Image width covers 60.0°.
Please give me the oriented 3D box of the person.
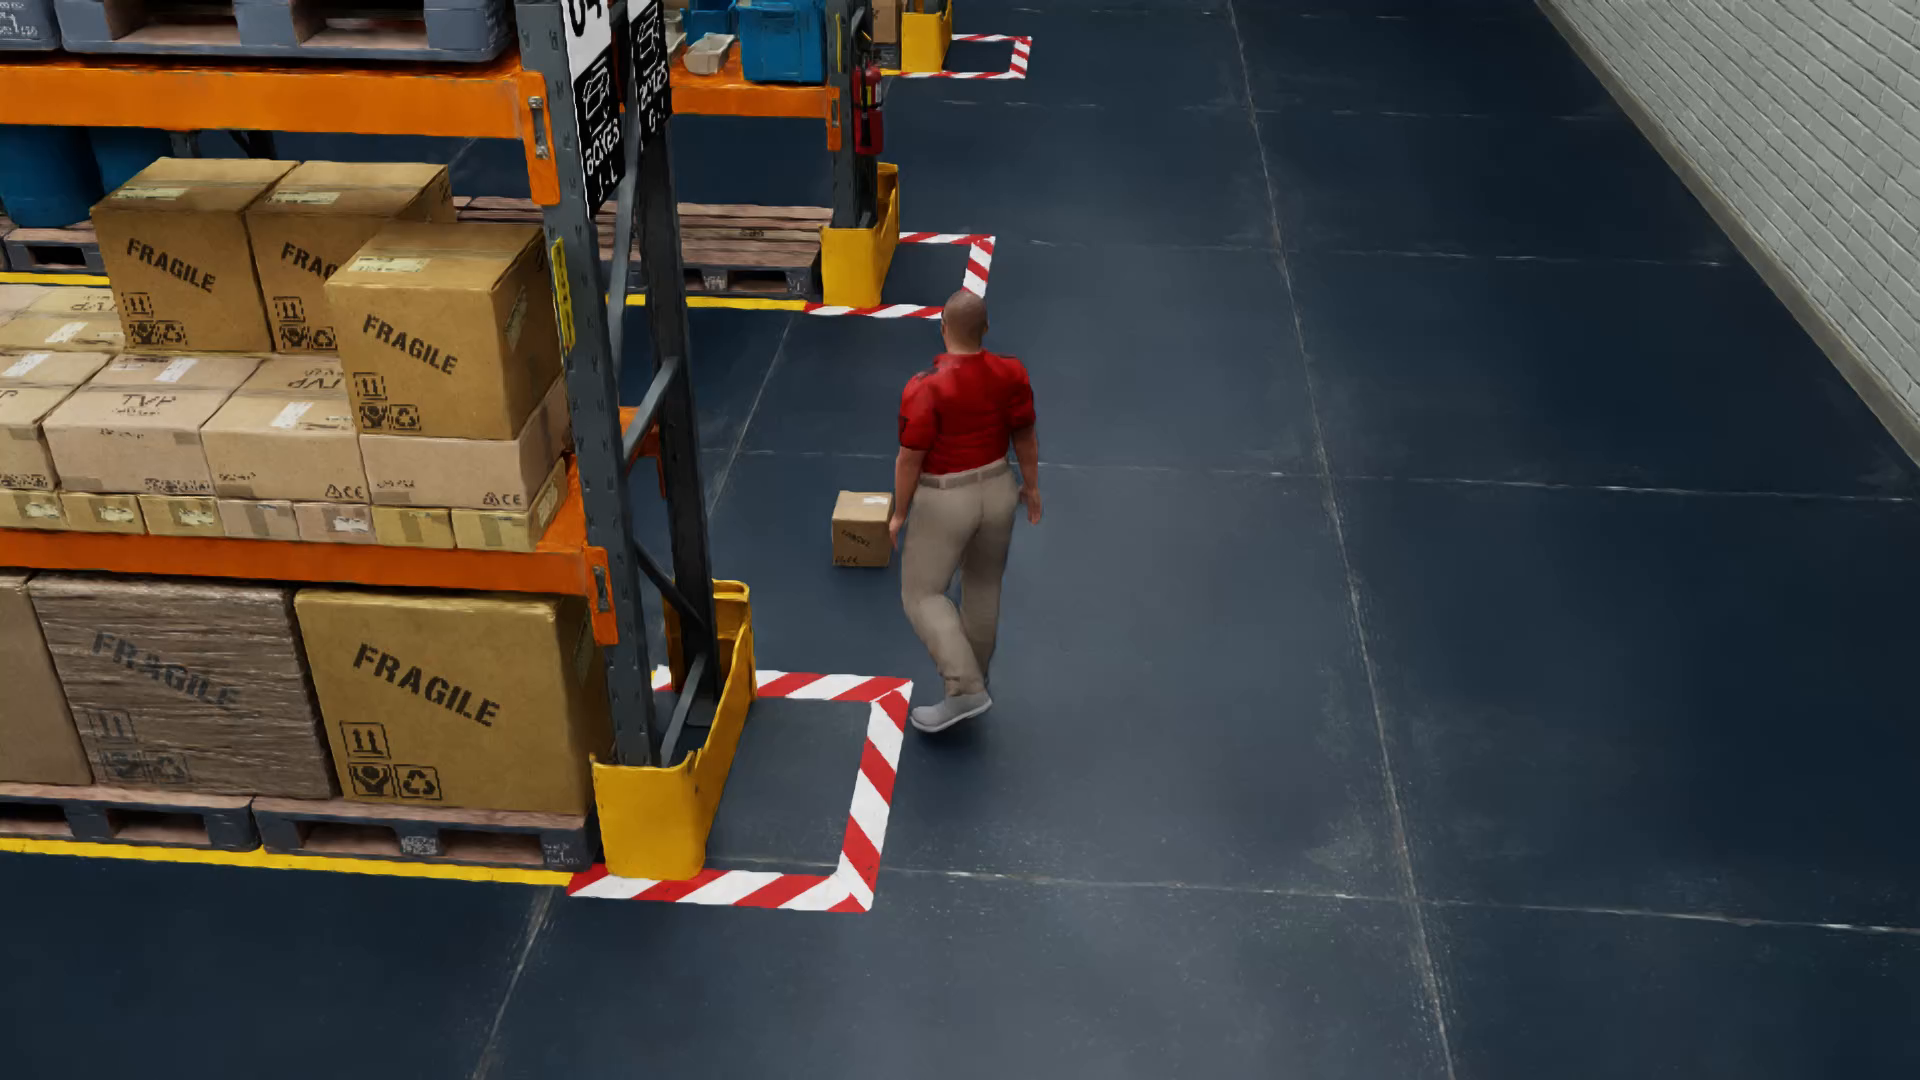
[{"bbox_3d":[0.033,-0.116,6.334,0.676,1.721,0.599,-16,35,-25],"label":"person"}]
